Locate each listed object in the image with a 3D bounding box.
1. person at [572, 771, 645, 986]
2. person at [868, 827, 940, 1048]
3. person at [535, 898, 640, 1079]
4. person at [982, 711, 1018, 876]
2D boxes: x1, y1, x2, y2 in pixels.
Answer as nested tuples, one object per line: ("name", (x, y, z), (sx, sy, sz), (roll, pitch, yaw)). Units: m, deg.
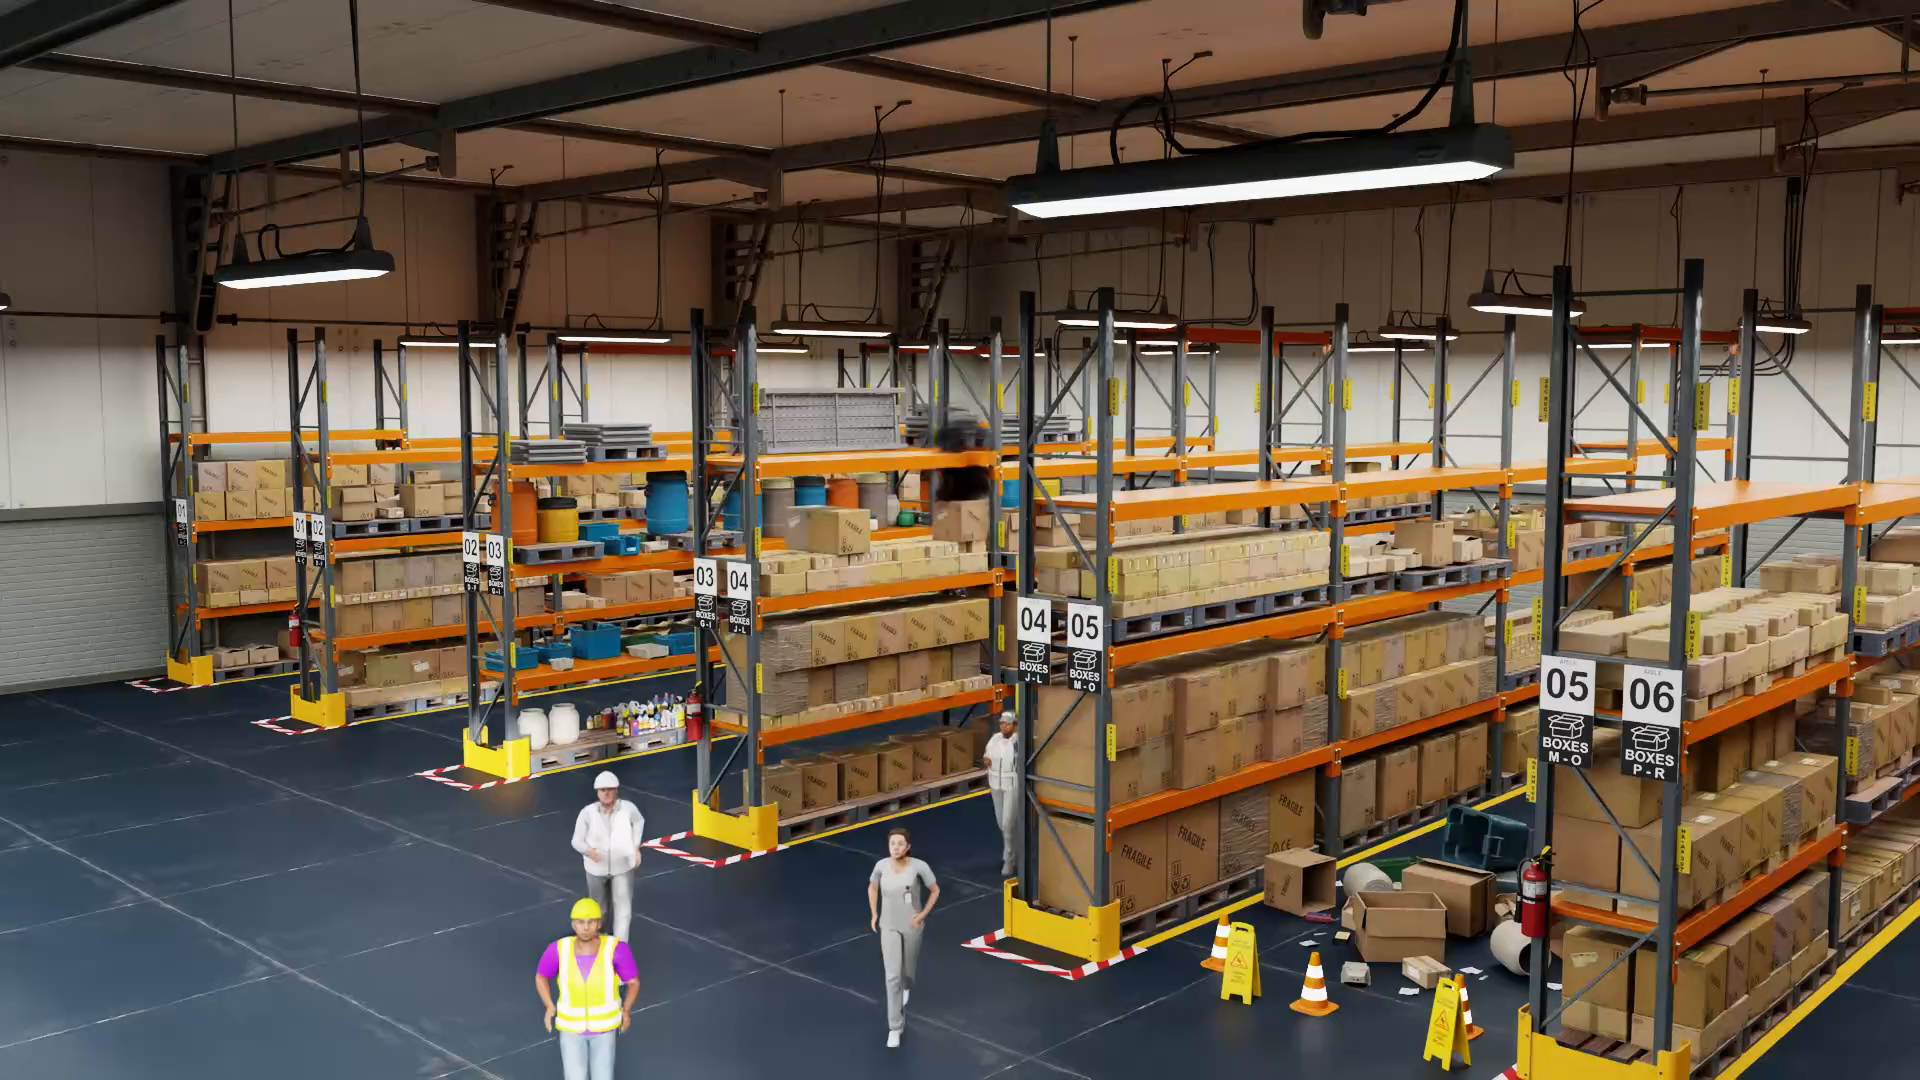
("person", (-3.094, 2.908, 14.658), (0.628, 1.804, 0.909), (-1, 5, -11))
("person", (-0.448, 3.099, 13.270), (0.582, 1.673, 0.809), (0, 5, 5))
("person", (-2.507, 3.261, 11.195), (0.700, 1.747, 0.796), (-1, 5, -10))
("person", (0.515, 2.678, 17.738), (0.585, 1.723, 0.708), (3, 6, 30))
